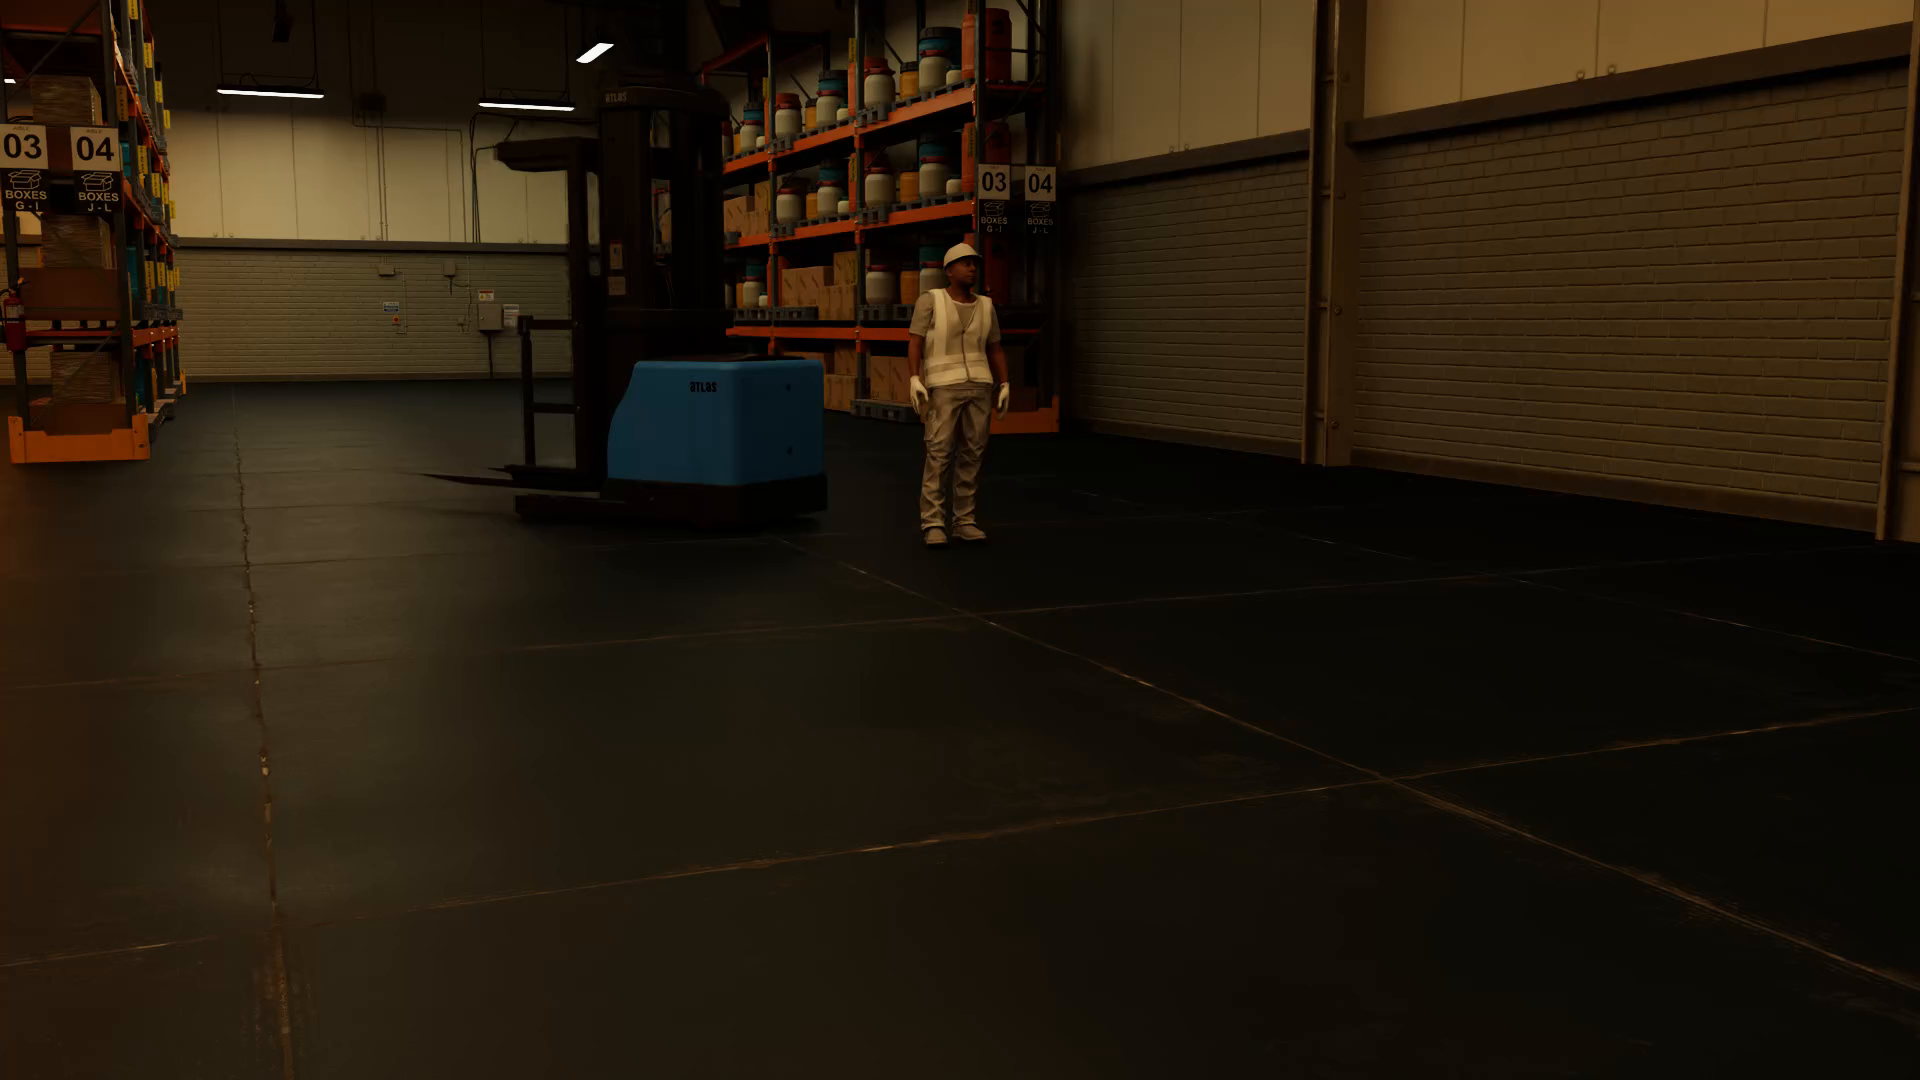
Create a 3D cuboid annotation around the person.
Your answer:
[{"bbox_3d":[0.022,-0.882,9.967,0.656,1.784,0.575,-3,8,-23],"label":"person"}]

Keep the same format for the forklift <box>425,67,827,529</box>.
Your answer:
[{"bbox_3d":[-2.415,-1.638,11.364,3.031,2.935,1.130,5,9,31],"label":"forklift"}]
